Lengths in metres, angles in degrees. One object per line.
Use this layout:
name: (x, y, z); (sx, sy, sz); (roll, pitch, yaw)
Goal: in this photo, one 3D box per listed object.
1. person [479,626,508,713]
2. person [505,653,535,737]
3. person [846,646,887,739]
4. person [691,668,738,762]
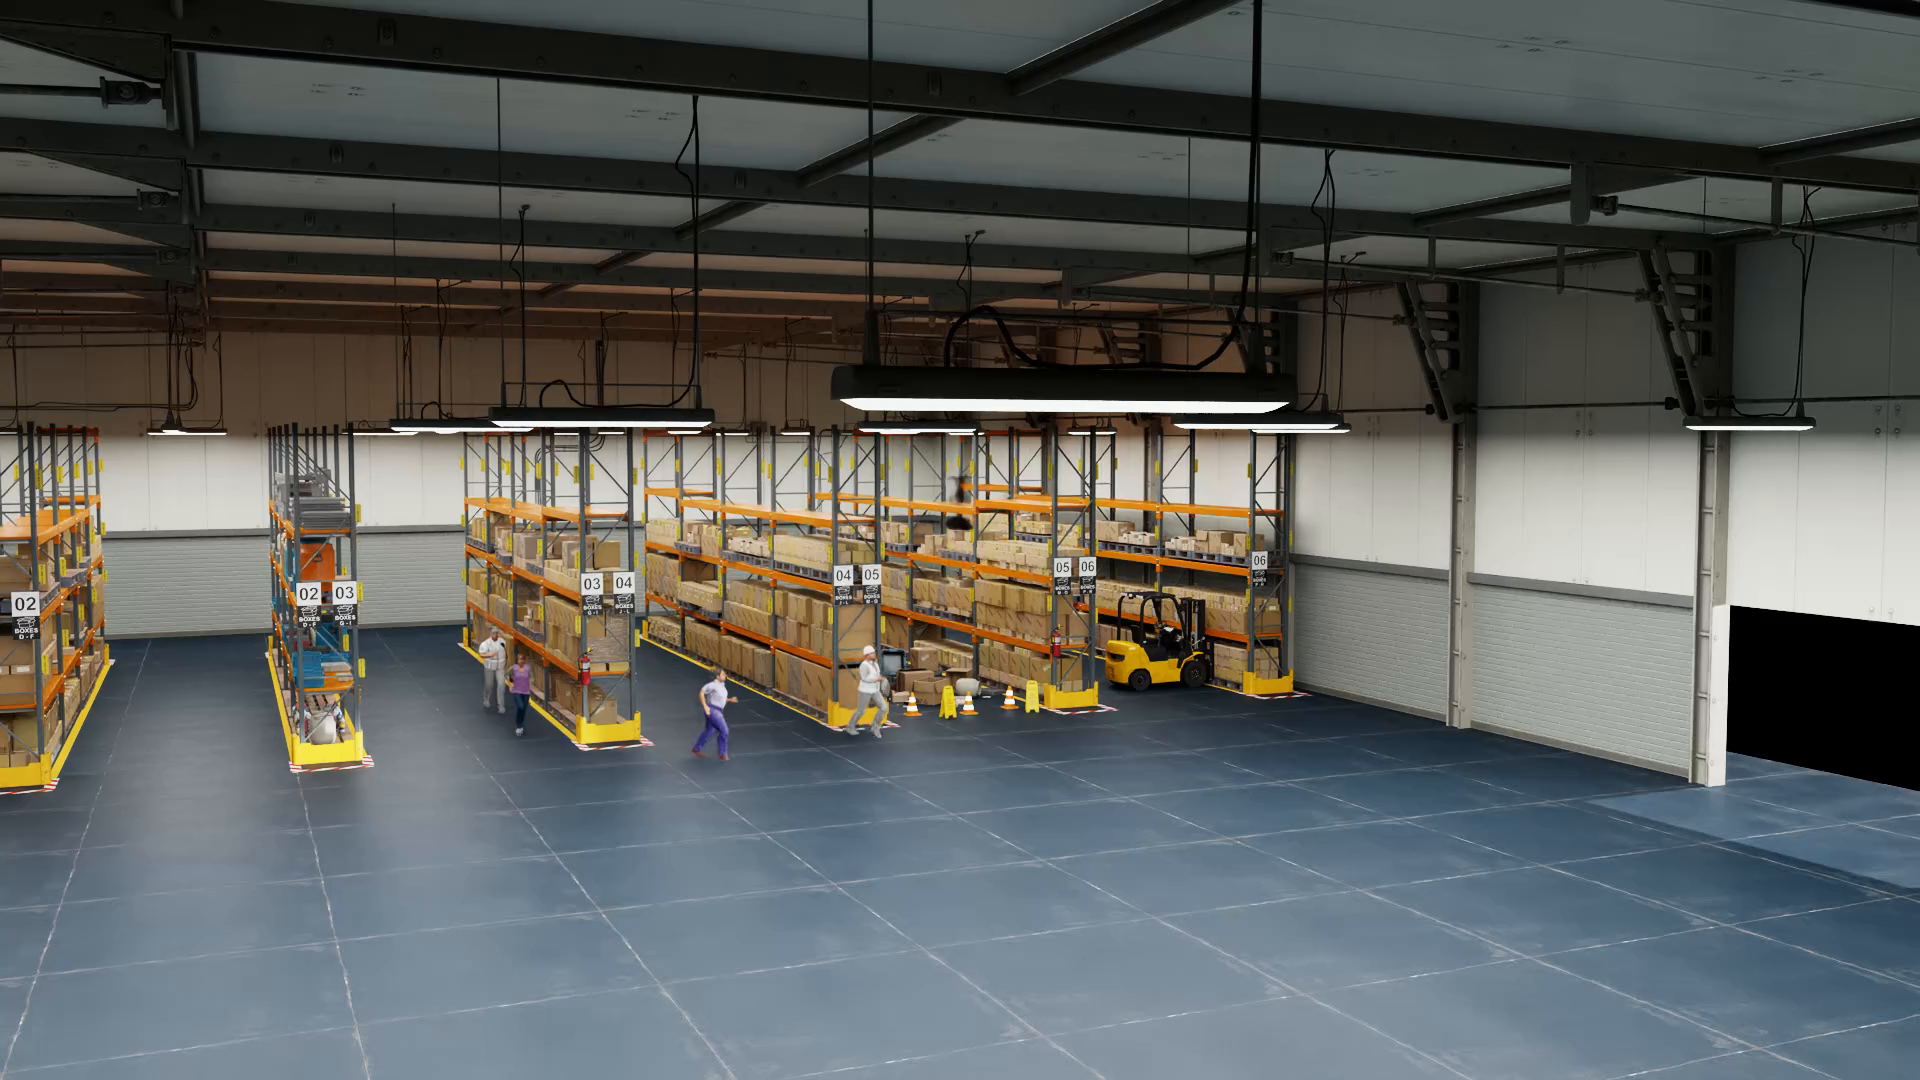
person: (-9.780, 2.682, 34.892); (0.650, 1.795, 0.959); (-2, 4, -31)
person: (-8.455, 2.981, 32.022); (0.535, 1.621, 0.741); (-2, 4, -27)
person: (-1.736, 2.903, 31.709); (0.878, 1.802, 0.659); (2, 4, 32)
person: (-4.374, 3.120, 29.531); (0.871, 1.699, 0.534); (0, 3, 3)
